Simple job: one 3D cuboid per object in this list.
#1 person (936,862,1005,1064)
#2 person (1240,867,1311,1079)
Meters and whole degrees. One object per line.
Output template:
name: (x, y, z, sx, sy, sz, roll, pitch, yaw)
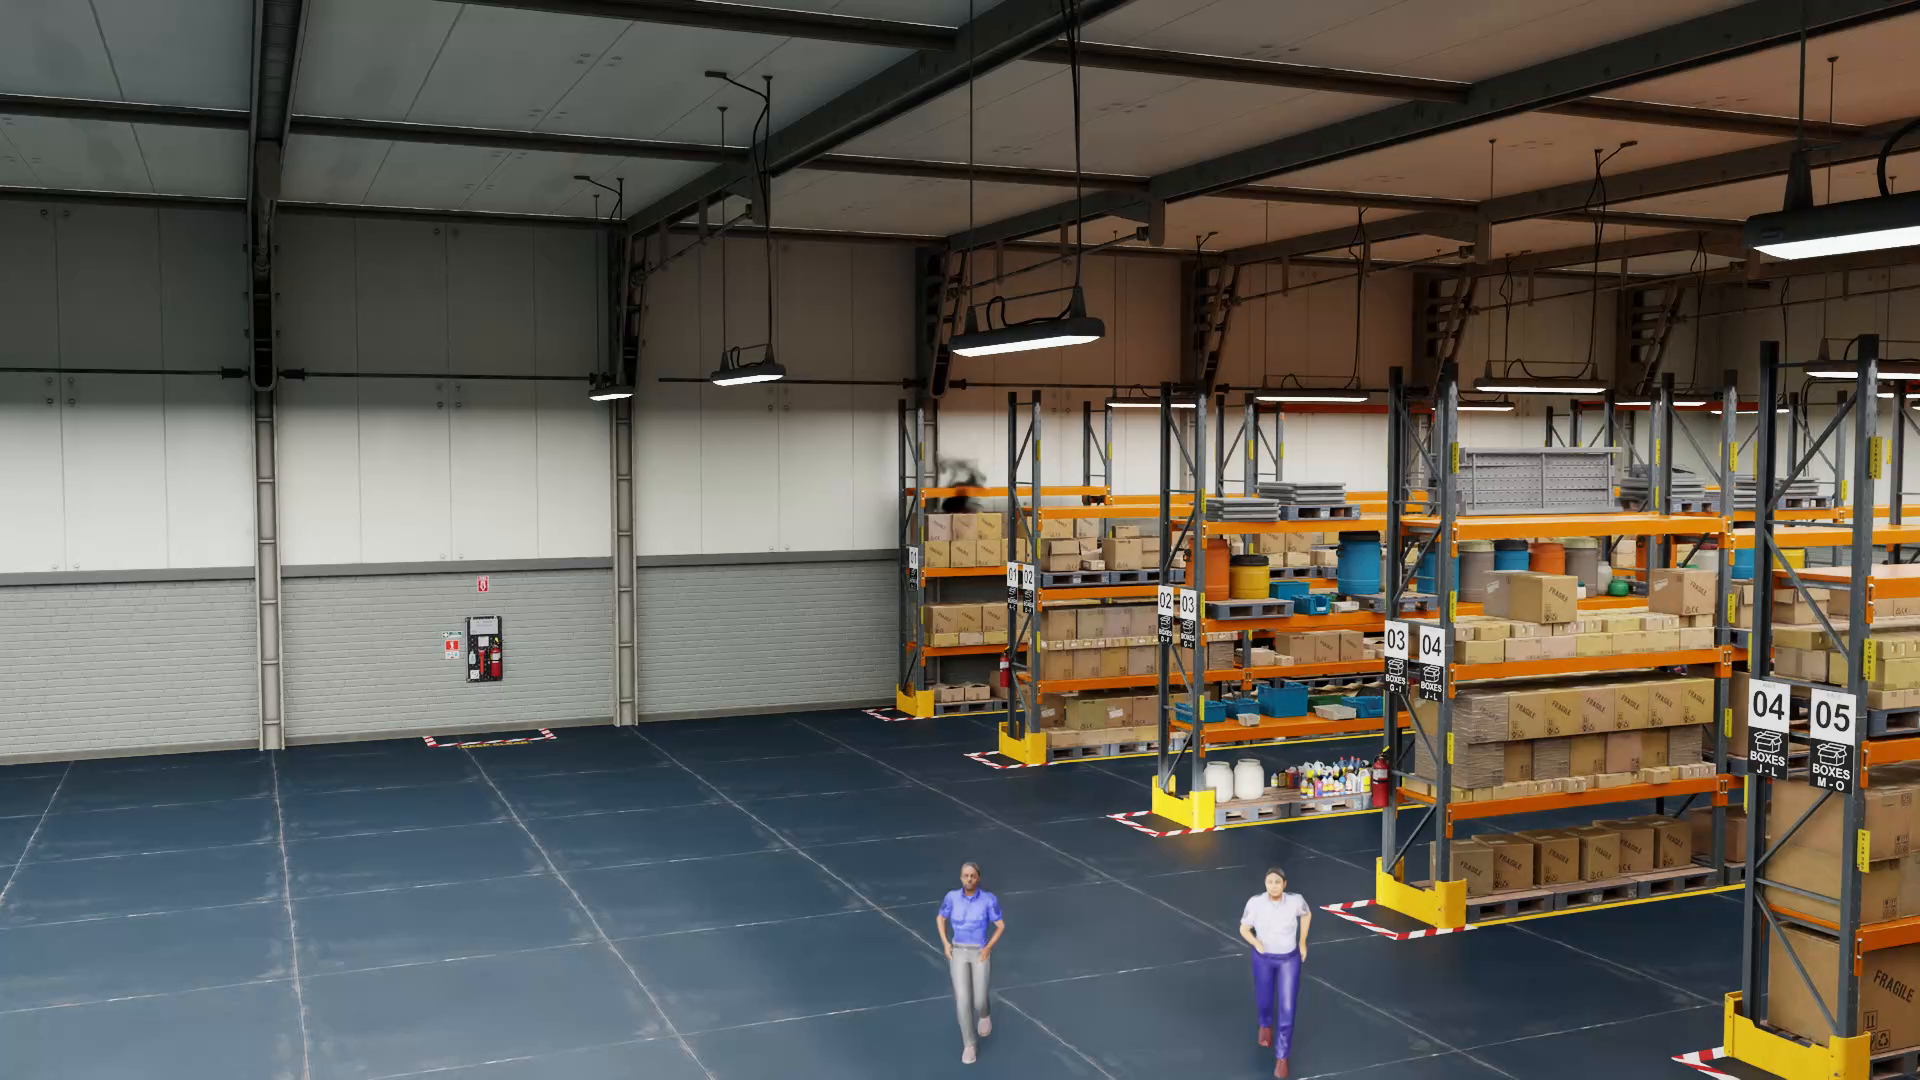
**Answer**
person: (0.086, 3.531, 14.109, 0.587, 1.638, 0.660, 0, 3, 6)
person: (2.628, 3.541, 13.870, 0.573, 1.666, 0.888, 1, 3, 15)
